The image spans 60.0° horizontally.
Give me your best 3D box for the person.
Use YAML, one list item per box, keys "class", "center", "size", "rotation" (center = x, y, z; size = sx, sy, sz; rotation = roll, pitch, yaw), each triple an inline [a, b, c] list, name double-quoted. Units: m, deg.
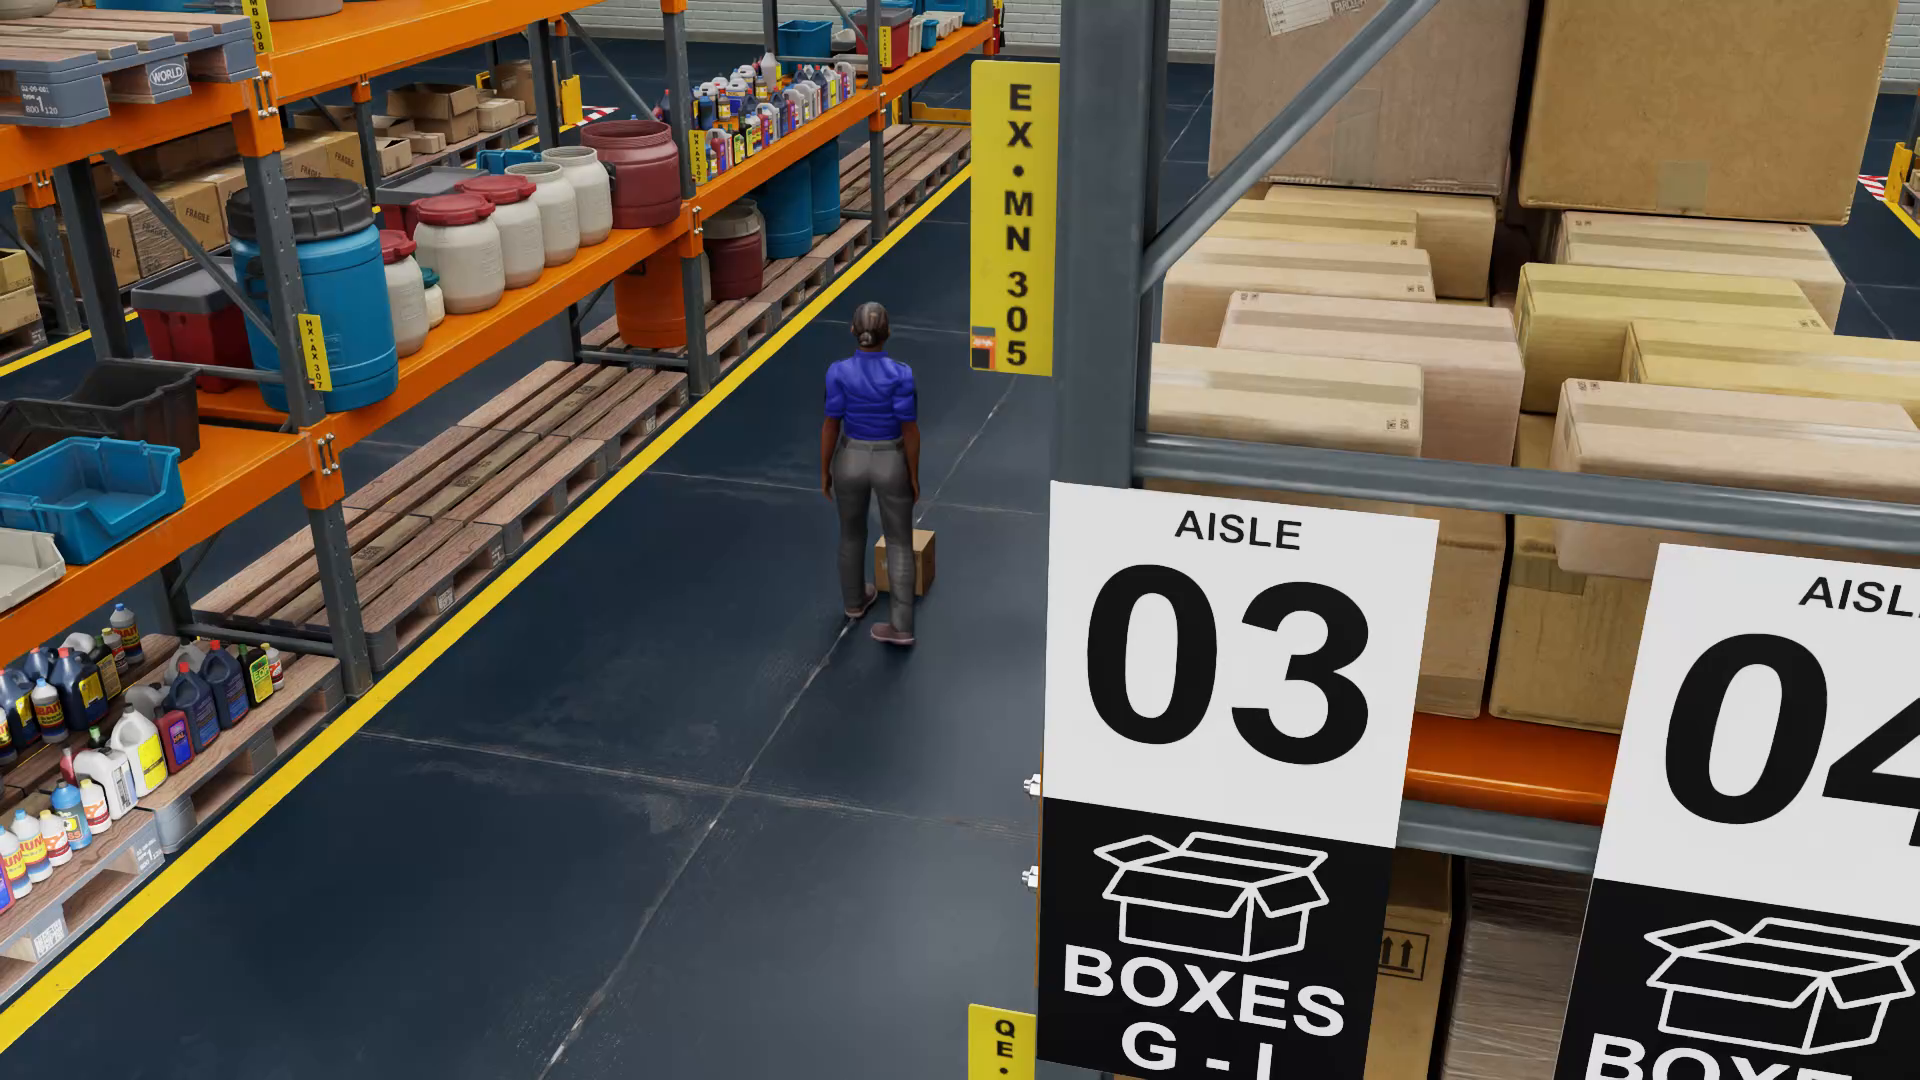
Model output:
- class: "person"
  center: [-0.411, -0.334, 7.833]
  size: [0.470, 1.676, 0.592]
  rotation: [2, 26, 3]
